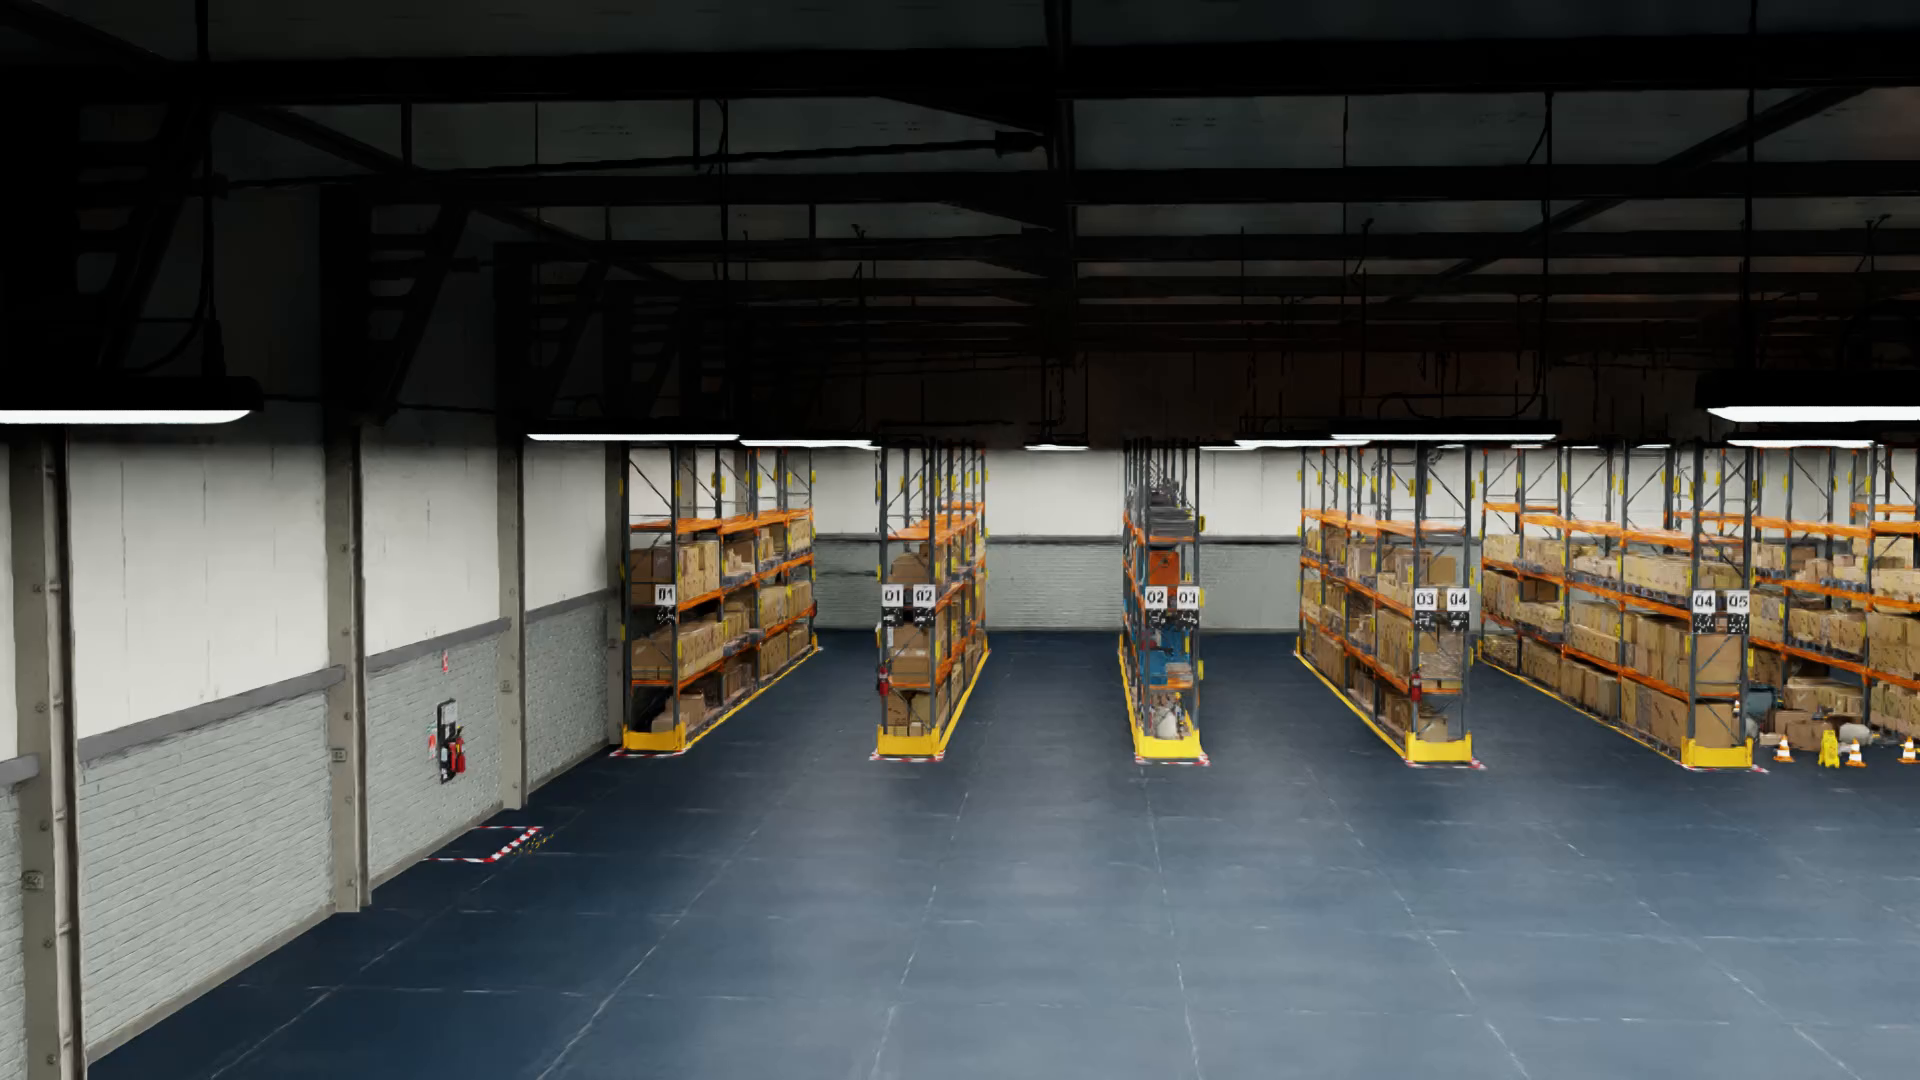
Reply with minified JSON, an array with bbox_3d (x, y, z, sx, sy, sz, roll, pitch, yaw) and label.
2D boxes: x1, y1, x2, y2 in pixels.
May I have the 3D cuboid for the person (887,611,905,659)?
[{"bbox_3d":[-1.726,2.455,45.556,0.682,1.676,0.535,0,3,2],"label":"person"}]

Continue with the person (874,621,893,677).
[{"bbox_3d":[-1.814,2.635,41.876,0.719,1.714,0.578,0,3,2],"label":"person"}]

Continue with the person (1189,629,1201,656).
[{"bbox_3d":[6.451,2.381,46.394,0.512,1.723,0.633,1,3,16],"label":"person"}]
